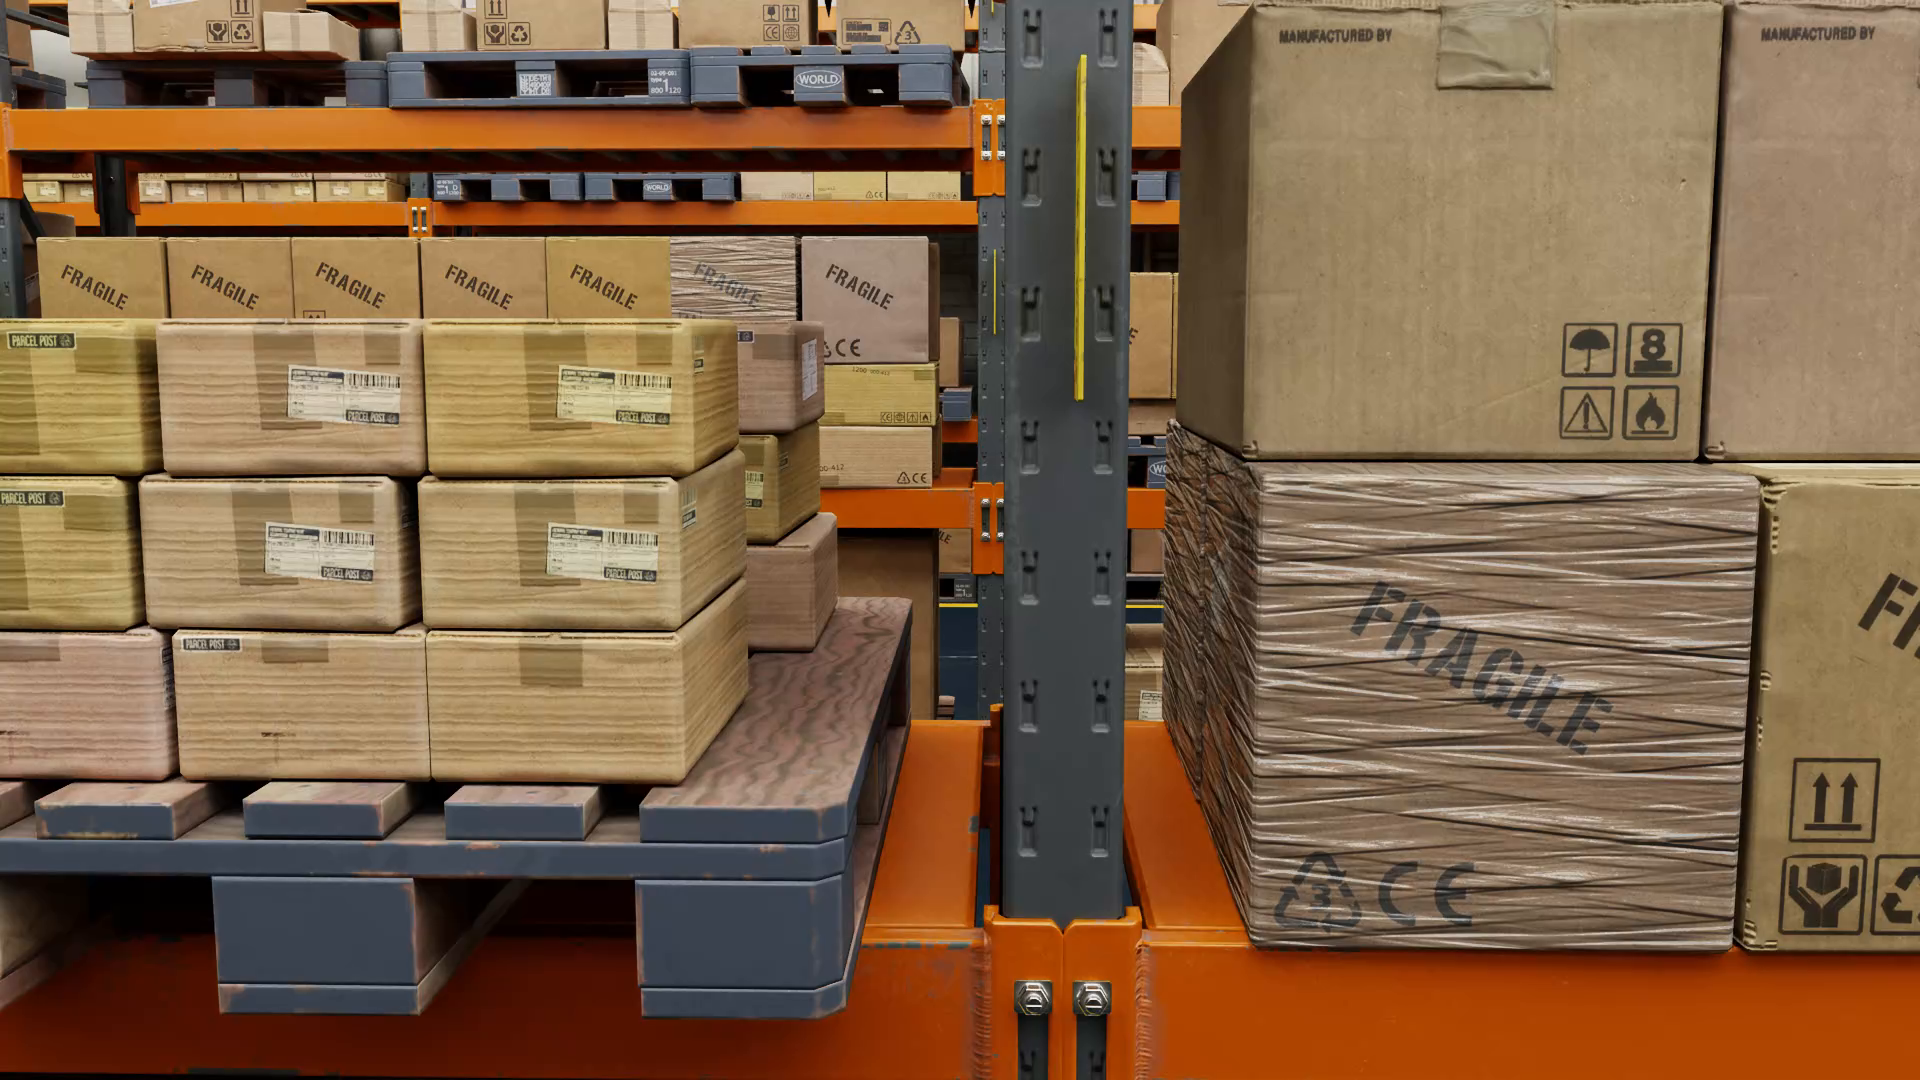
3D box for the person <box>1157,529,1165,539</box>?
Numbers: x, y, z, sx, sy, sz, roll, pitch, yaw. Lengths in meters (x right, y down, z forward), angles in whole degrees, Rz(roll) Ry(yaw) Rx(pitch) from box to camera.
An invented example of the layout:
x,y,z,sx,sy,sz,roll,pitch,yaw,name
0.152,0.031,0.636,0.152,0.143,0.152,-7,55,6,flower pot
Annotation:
x,y,z,sx,sy,sz,roll,pitch,yaw,name
1.427,-0.149,9.921,0.544,1.663,0.376,0,7,-2,person
